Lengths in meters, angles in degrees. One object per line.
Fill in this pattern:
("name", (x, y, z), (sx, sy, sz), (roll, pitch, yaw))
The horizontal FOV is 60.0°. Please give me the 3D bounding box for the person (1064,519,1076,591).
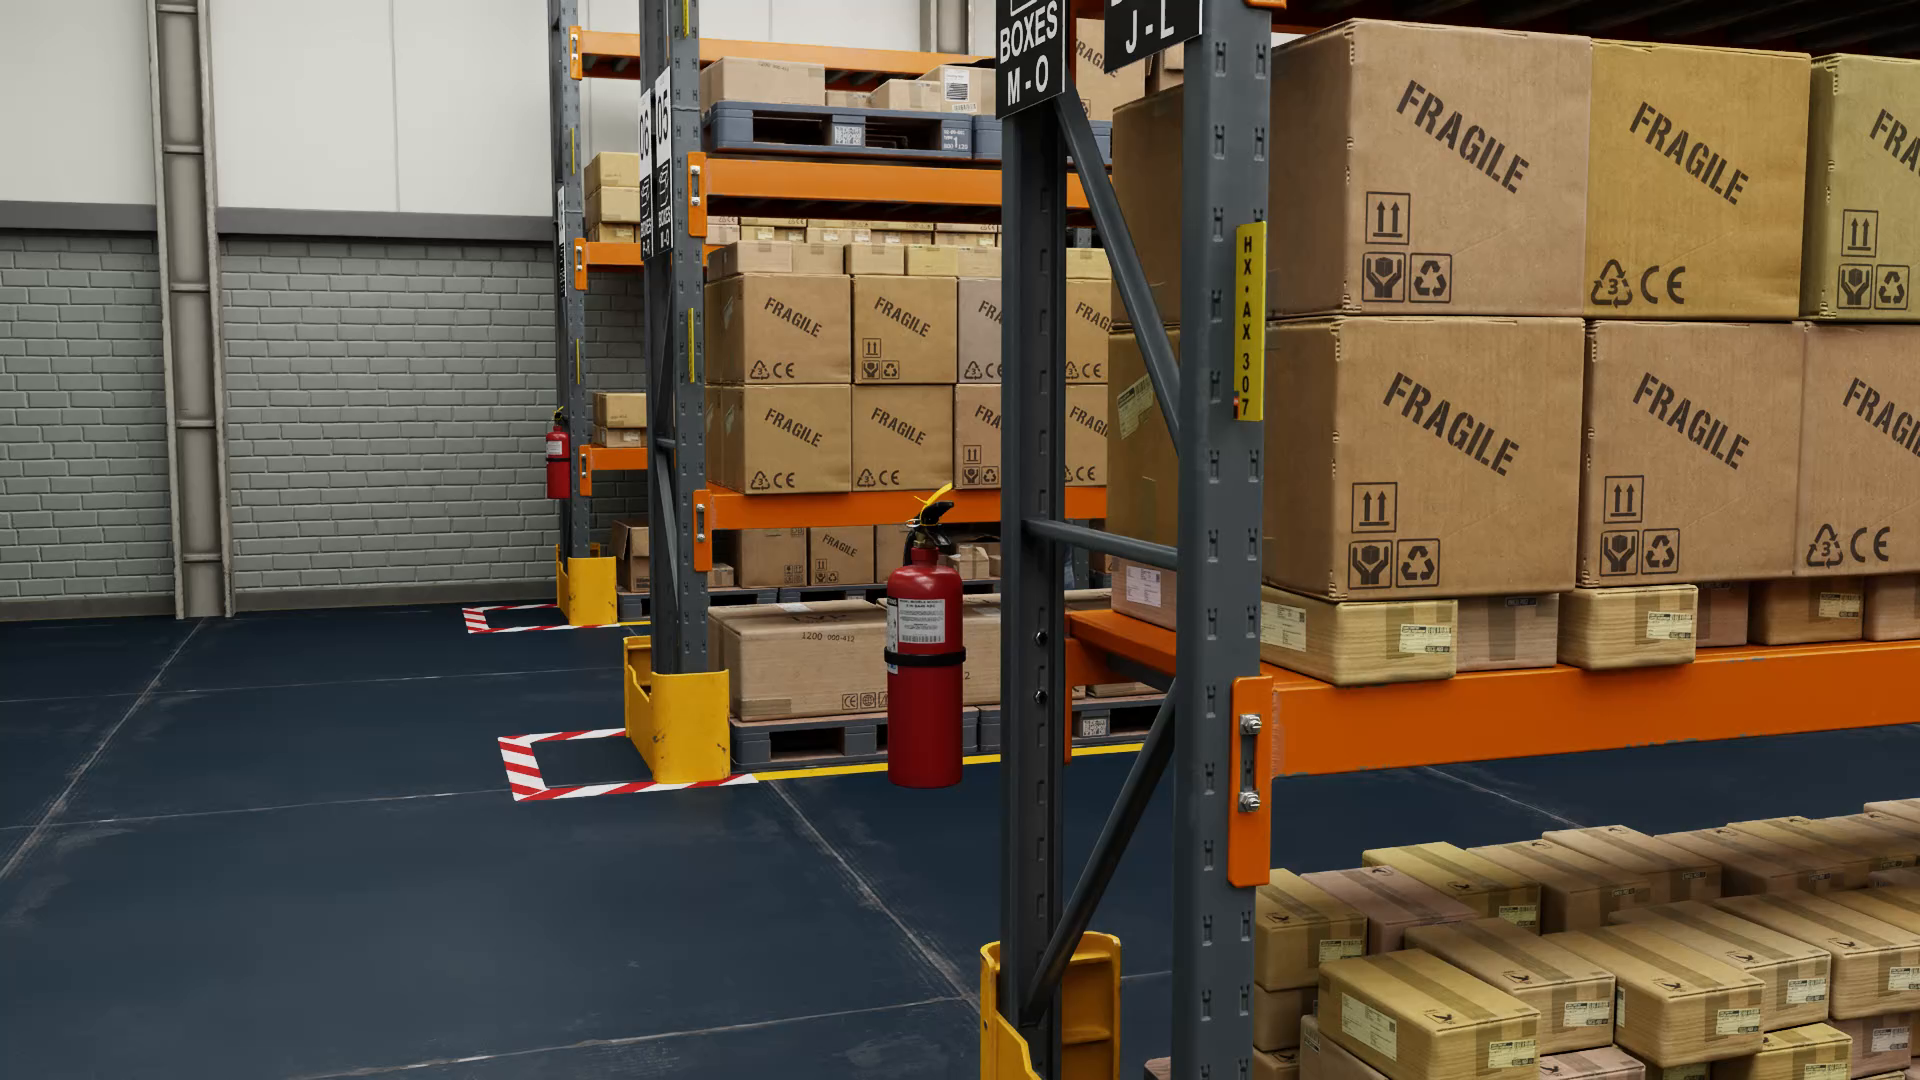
("person", (0.608, -0.207, 11.790), (0.589, 1.765, 0.425), (-2, 6, -20))
